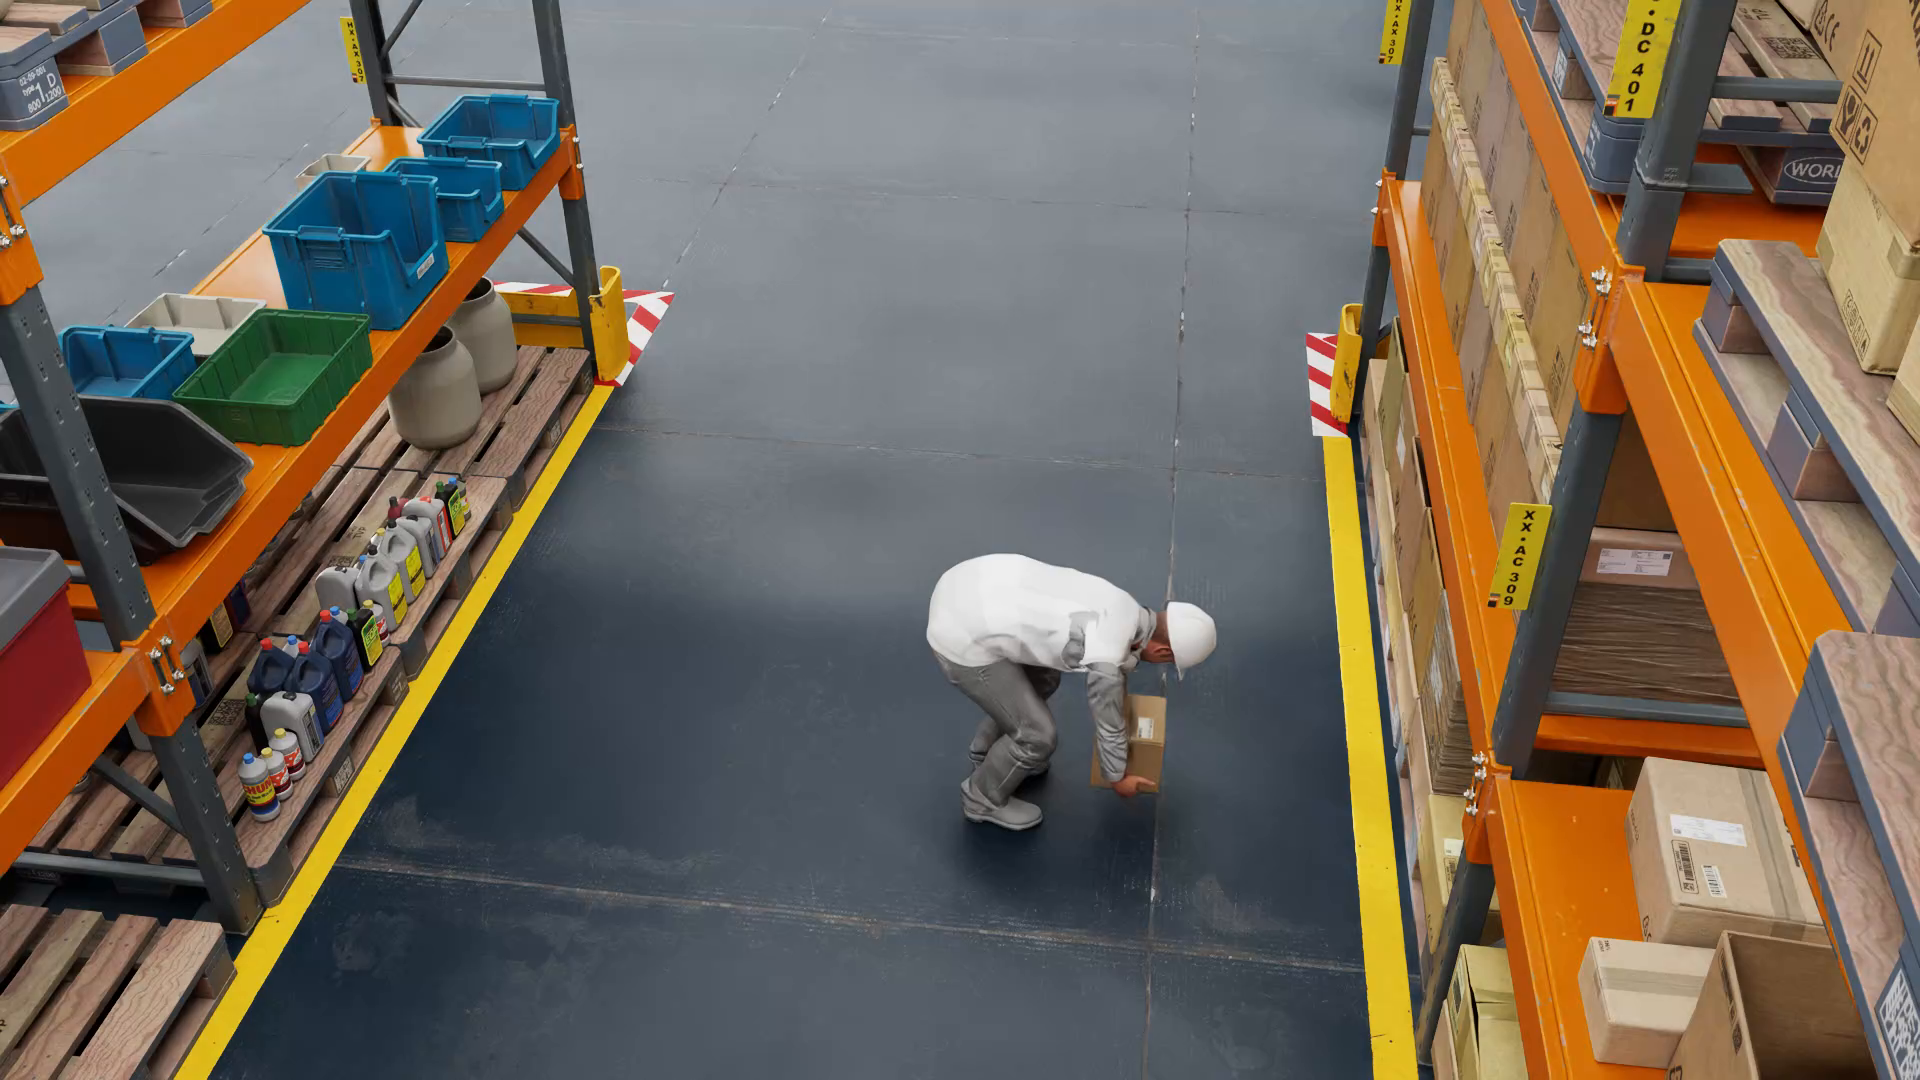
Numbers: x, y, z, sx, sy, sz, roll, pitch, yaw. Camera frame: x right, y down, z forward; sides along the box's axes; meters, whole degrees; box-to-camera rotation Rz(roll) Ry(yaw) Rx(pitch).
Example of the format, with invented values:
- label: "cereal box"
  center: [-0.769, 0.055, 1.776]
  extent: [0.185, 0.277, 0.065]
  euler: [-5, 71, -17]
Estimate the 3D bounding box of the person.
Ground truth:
- label: "person"
  center: [0.391, 0.538, 5.985]
  extent: [1.009, 1.066, 0.489]
  euler: [3, 36, 4]
